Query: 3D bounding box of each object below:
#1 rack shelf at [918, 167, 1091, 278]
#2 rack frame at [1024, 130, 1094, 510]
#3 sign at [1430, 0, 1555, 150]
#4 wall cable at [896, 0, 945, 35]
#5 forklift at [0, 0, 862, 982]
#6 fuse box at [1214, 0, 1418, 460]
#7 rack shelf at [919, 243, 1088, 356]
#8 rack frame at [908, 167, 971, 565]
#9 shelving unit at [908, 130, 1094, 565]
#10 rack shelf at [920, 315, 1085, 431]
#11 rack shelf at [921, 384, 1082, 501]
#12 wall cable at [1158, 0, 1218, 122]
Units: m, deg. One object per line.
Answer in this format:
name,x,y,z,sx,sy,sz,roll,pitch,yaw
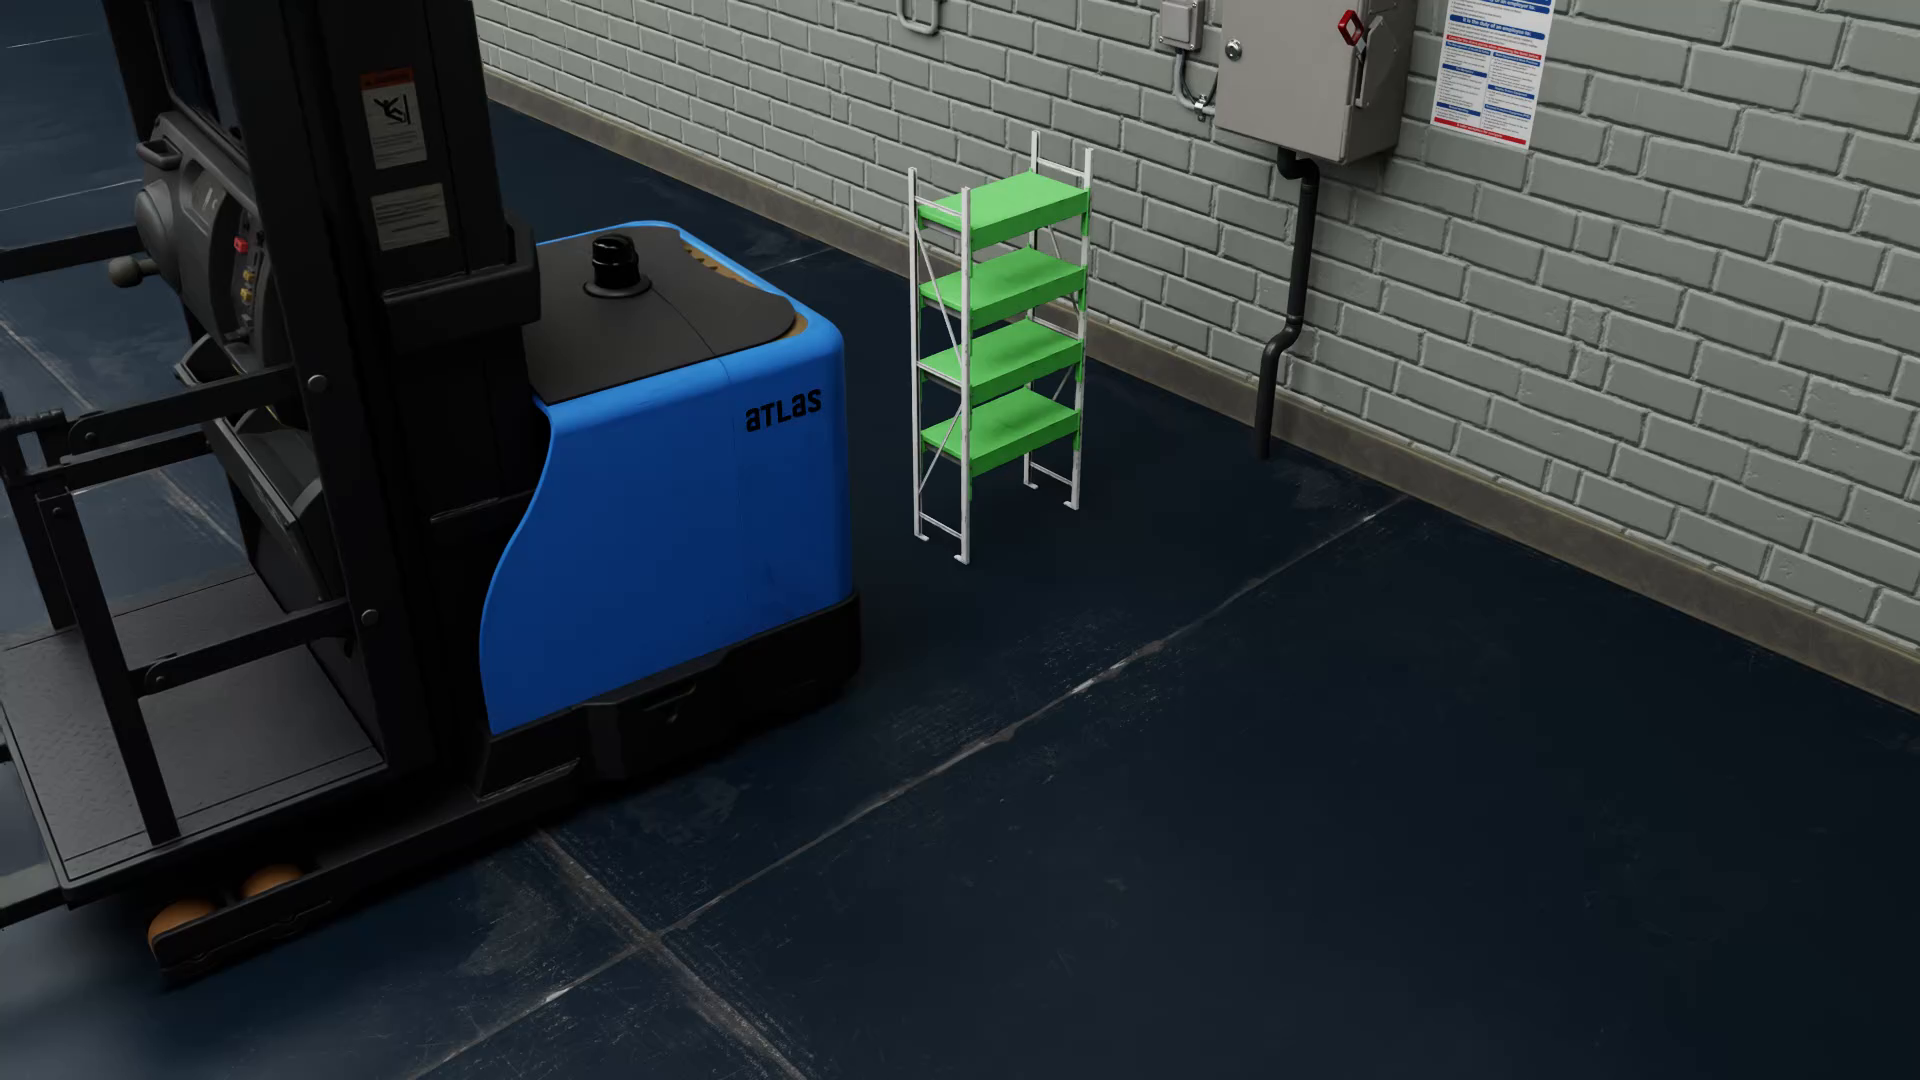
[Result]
rack shelf,0.121,-0.926,4.816,0.480,0.148,0.258,-26,40,-35
rack frame,0.300,-0.657,5.175,0.015,1.200,0.240,-26,40,-35
sign,1.517,-1.392,4.742,0.001,0.494,0.329,-26,40,-35
wall cable,-0.292,-2.850,6.032,0.123,1.953,0.585,-26,40,-35
forklift,-1.762,-0.603,3.426,3.031,2.935,1.130,-21,37,-30
fuse box,1.030,-0.998,5.243,0.414,1.711,0.539,-26,40,-35
rack shelf,0.121,-0.721,4.941,0.480,0.148,0.258,-26,40,-35
rack frame,-0.058,-0.484,4.891,0.015,1.200,0.240,-26,40,-35
shelving unit,0.121,-0.571,5.033,0.503,1.200,0.258,-26,40,-35
rack shelf,0.121,-0.516,5.066,0.480,0.148,0.258,-26,40,-35
rack shelf,0.121,-0.311,5.192,0.480,0.148,0.258,-26,40,-35
wall cable,0.681,-2.298,5.160,0.122,1.984,0.588,-26,40,-35
